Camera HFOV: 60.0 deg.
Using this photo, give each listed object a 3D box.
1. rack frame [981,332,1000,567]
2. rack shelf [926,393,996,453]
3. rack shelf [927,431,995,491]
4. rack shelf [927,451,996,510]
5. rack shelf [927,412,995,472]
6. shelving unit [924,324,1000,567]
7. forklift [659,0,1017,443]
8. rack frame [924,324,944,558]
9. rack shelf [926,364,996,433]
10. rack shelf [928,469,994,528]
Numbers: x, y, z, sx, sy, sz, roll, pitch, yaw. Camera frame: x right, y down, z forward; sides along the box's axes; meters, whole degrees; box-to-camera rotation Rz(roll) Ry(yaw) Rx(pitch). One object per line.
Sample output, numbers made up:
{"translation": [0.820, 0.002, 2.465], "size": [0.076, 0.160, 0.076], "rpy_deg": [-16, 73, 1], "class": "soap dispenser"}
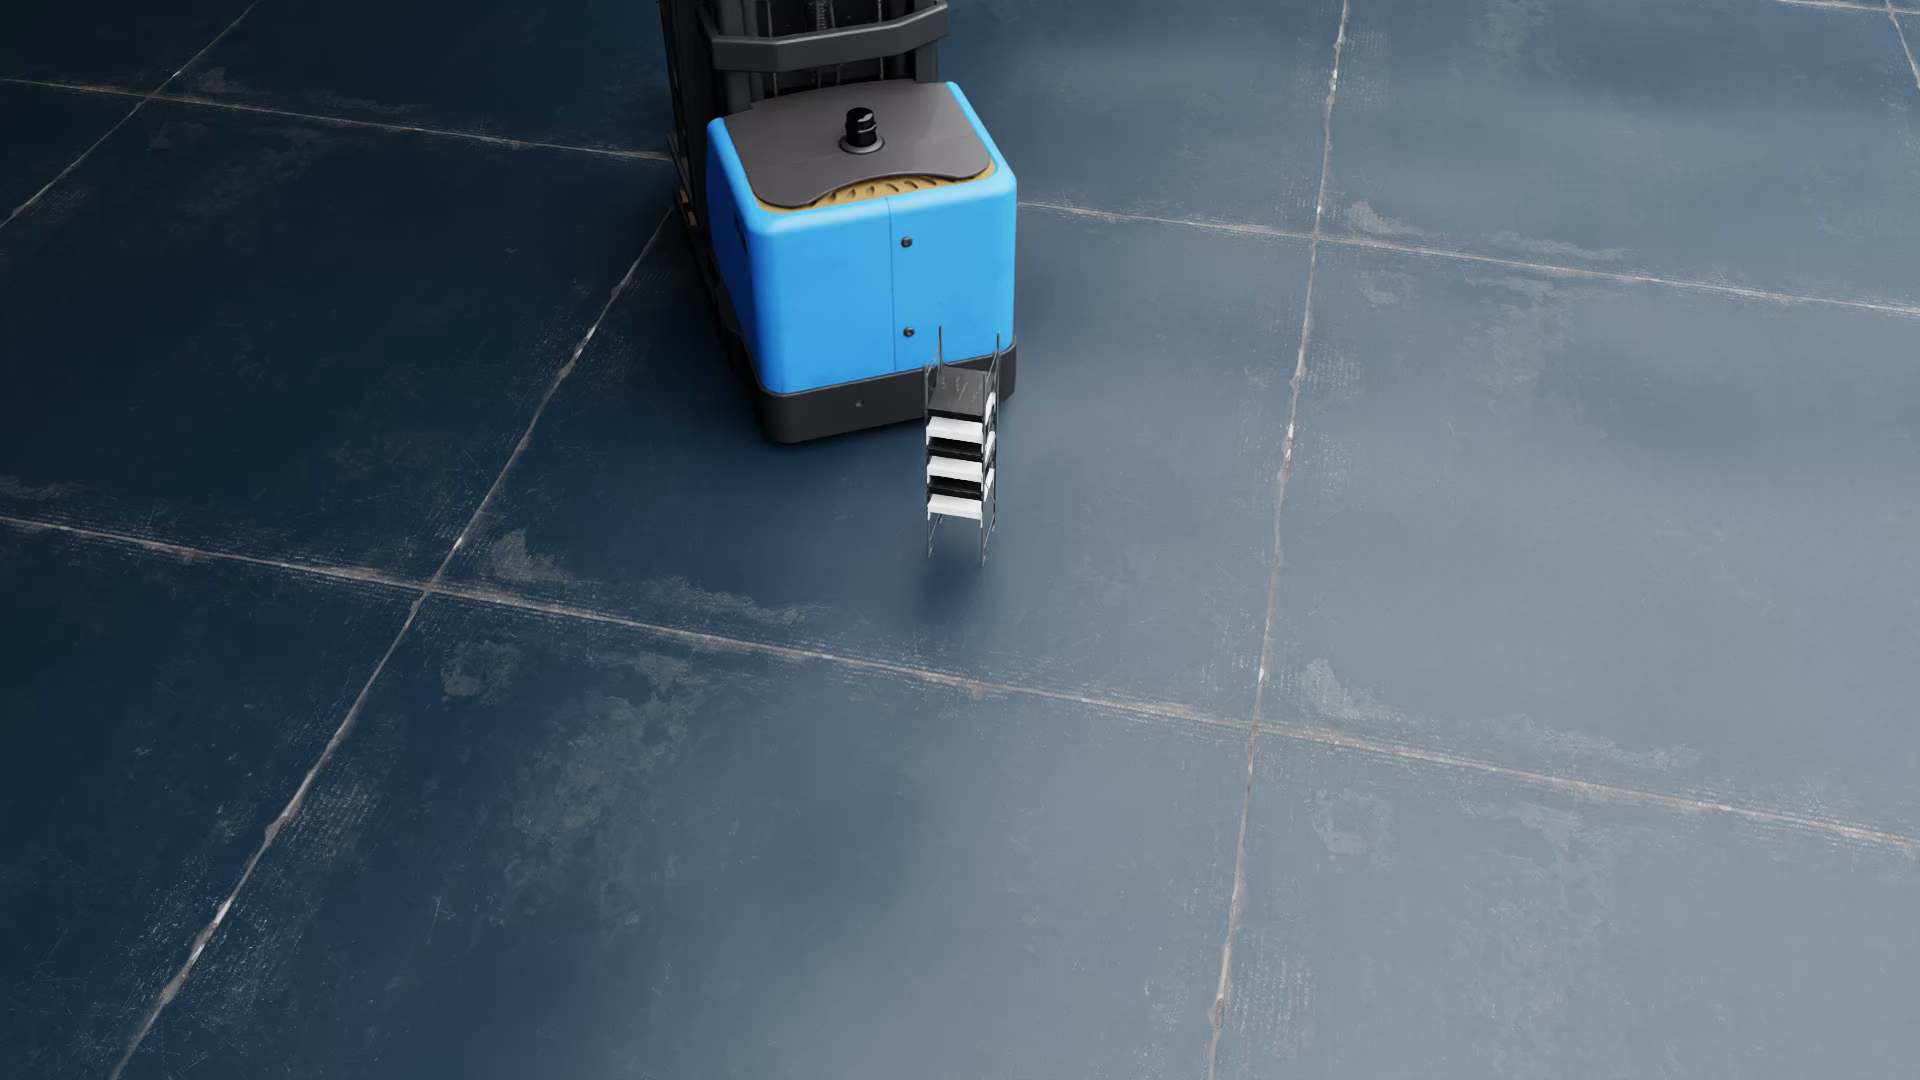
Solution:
{"translation": [0.107, -0.308, 5.921], "size": [0.006, 0.900, 0.240], "rpy_deg": [9, 45, 9], "class": "rack frame"}
{"translation": [0.008, -0.429, 5.835], "size": [0.200, 0.077, 0.258], "rpy_deg": [9, 45, 9], "class": "rack shelf"}
{"translation": [0.008, -0.299, 5.960], "size": [0.200, 0.077, 0.258], "rpy_deg": [9, 45, 9], "class": "rack shelf"}
{"translation": [0.008, -0.234, 6.022], "size": [0.200, 0.077, 0.258], "rpy_deg": [9, 45, 9], "class": "rack shelf"}
{"translation": [0.008, -0.364, 5.897], "size": [0.200, 0.077, 0.258], "rpy_deg": [9, 45, 9], "class": "rack shelf"}
{"translation": [0.008, -0.323, 5.937], "size": [0.210, 0.900, 0.258], "rpy_deg": [9, 45, 9], "class": "shelving unit"}
{"translation": [-0.701, -2.476, 6.709], "size": [1.130, 2.935, 3.031], "rpy_deg": [-12, 45, -12], "class": "forklift"}
{"translation": [-0.091, -0.338, 5.953], "size": [0.006, 0.900, 0.240], "rpy_deg": [9, 45, 9], "class": "rack frame"}
{"translation": [0.008, -0.493, 5.773], "size": [0.200, 0.077, 0.258], "rpy_deg": [9, 45, 9], "class": "rack shelf"}
{"translation": [0.008, -0.169, 6.085], "size": [0.200, 0.077, 0.258], "rpy_deg": [9, 45, 9], "class": "rack shelf"}
